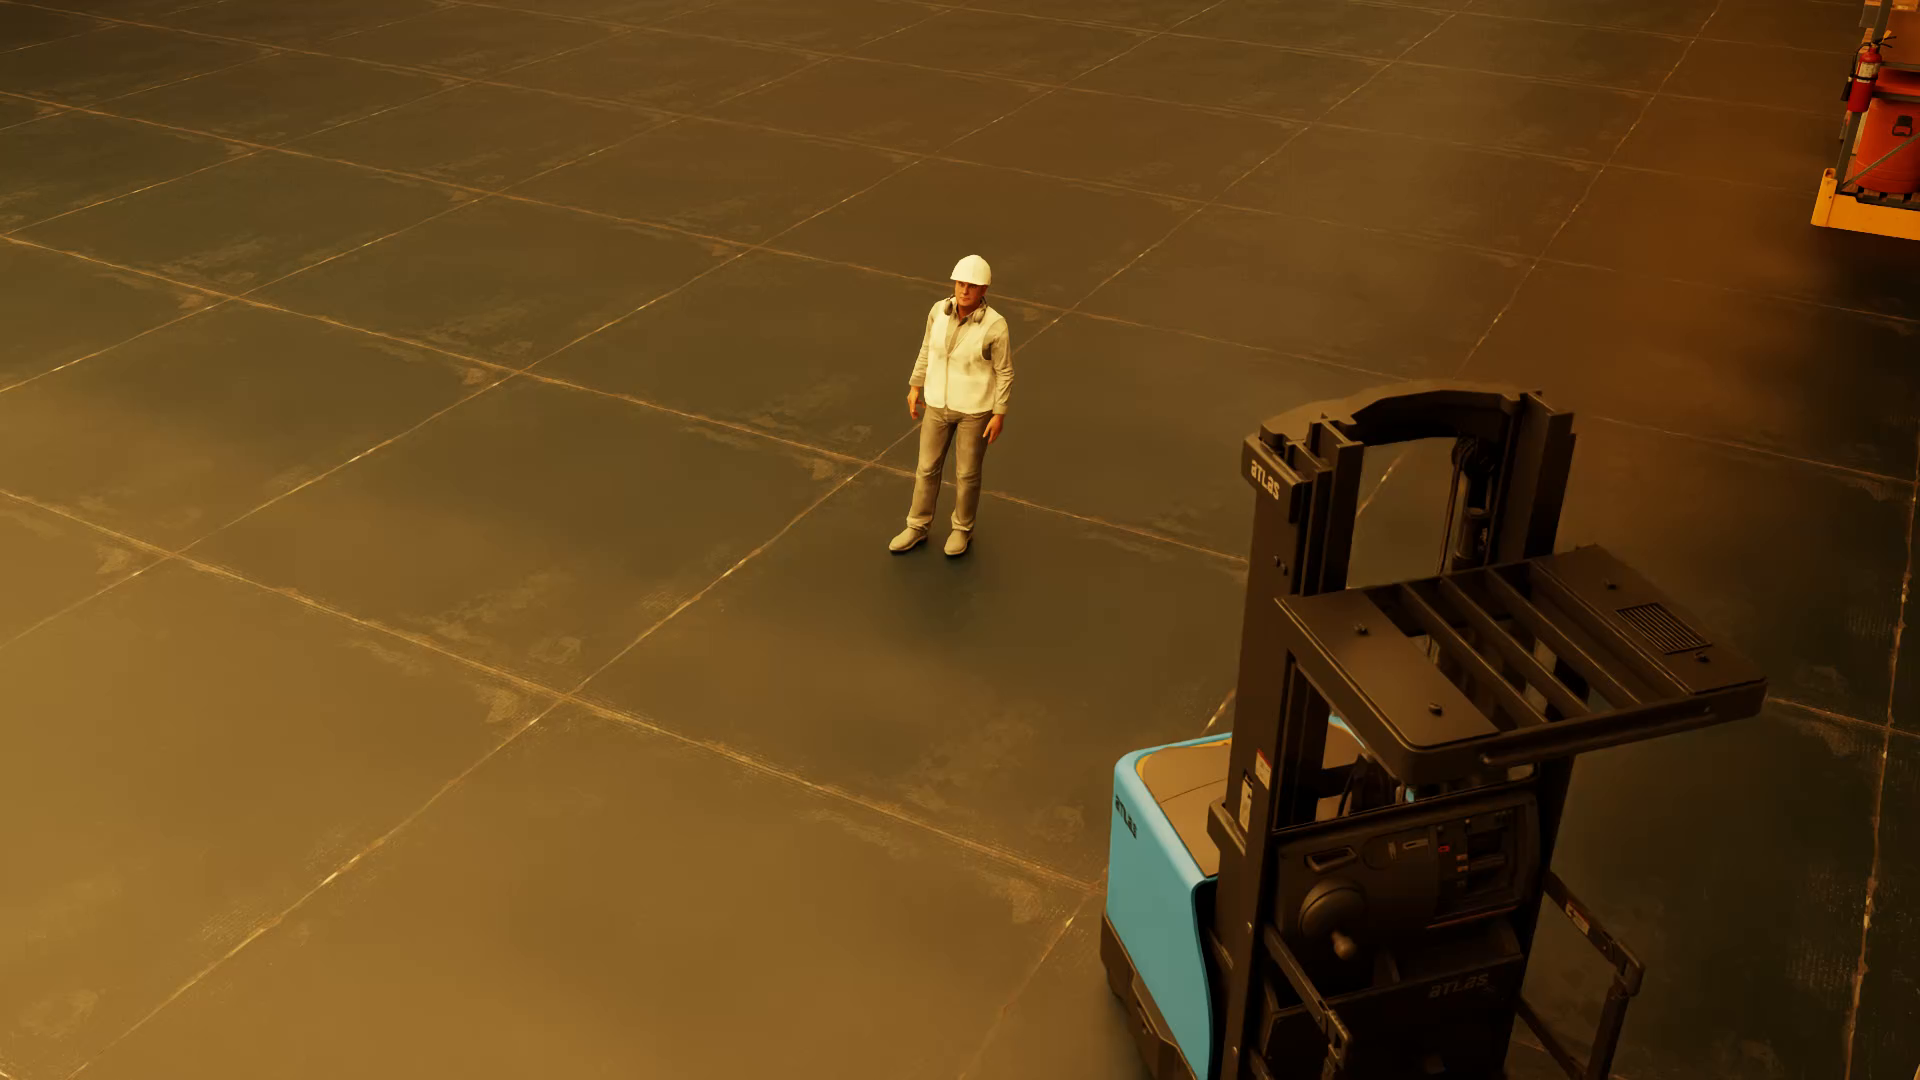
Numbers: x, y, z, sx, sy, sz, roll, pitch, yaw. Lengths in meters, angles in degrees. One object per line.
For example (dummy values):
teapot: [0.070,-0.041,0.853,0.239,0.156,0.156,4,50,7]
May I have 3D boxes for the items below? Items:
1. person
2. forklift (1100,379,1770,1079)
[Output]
person: [-0.037,-0.750,9.512,0.632,1.773,0.568,15,33,25]
forklift: [1.501,1.119,5.132,1.130,2.935,3.031,-9,31,-15]
